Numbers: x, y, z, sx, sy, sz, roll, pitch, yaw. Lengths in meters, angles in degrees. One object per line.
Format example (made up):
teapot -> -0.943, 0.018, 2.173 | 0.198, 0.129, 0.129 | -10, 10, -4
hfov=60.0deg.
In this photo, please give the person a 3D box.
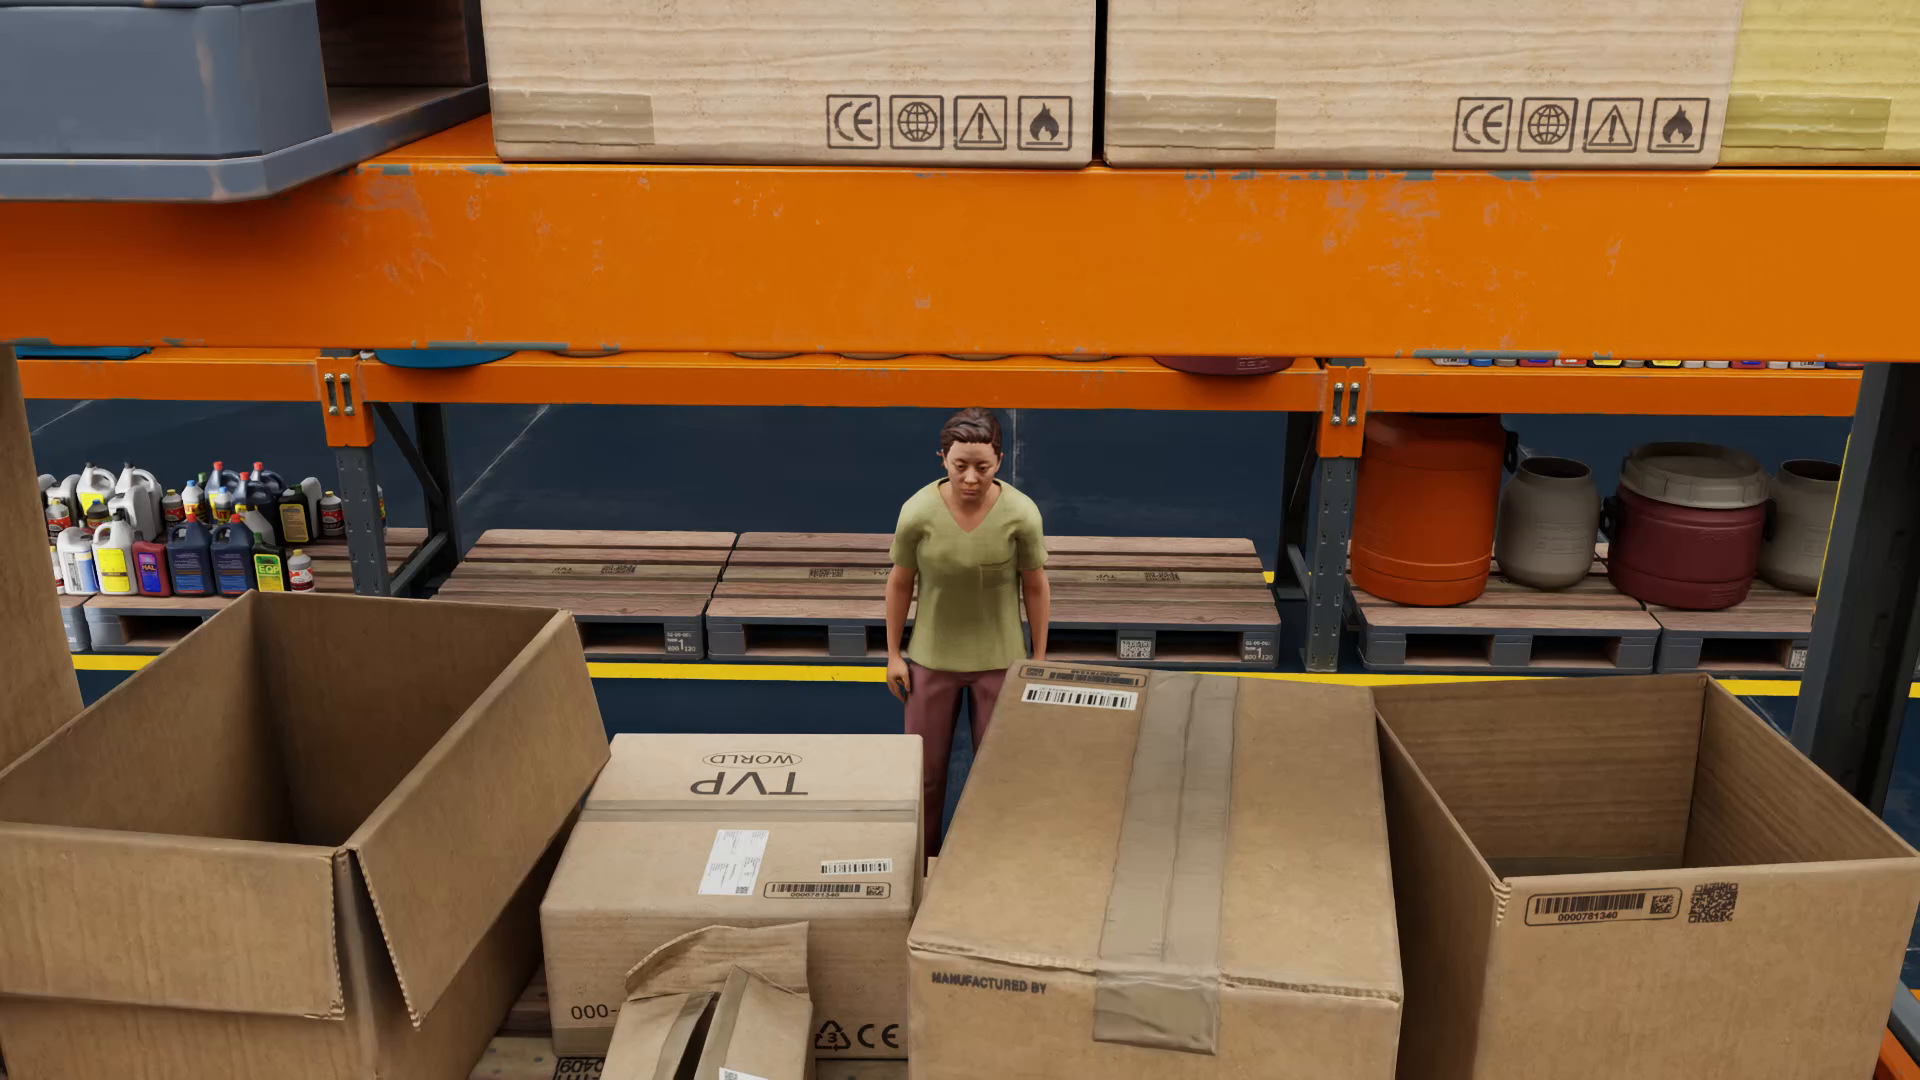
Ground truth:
person -> 0.021, 0.399, 5.036 | 0.499, 1.673, 0.403 | 1, 21, 2
